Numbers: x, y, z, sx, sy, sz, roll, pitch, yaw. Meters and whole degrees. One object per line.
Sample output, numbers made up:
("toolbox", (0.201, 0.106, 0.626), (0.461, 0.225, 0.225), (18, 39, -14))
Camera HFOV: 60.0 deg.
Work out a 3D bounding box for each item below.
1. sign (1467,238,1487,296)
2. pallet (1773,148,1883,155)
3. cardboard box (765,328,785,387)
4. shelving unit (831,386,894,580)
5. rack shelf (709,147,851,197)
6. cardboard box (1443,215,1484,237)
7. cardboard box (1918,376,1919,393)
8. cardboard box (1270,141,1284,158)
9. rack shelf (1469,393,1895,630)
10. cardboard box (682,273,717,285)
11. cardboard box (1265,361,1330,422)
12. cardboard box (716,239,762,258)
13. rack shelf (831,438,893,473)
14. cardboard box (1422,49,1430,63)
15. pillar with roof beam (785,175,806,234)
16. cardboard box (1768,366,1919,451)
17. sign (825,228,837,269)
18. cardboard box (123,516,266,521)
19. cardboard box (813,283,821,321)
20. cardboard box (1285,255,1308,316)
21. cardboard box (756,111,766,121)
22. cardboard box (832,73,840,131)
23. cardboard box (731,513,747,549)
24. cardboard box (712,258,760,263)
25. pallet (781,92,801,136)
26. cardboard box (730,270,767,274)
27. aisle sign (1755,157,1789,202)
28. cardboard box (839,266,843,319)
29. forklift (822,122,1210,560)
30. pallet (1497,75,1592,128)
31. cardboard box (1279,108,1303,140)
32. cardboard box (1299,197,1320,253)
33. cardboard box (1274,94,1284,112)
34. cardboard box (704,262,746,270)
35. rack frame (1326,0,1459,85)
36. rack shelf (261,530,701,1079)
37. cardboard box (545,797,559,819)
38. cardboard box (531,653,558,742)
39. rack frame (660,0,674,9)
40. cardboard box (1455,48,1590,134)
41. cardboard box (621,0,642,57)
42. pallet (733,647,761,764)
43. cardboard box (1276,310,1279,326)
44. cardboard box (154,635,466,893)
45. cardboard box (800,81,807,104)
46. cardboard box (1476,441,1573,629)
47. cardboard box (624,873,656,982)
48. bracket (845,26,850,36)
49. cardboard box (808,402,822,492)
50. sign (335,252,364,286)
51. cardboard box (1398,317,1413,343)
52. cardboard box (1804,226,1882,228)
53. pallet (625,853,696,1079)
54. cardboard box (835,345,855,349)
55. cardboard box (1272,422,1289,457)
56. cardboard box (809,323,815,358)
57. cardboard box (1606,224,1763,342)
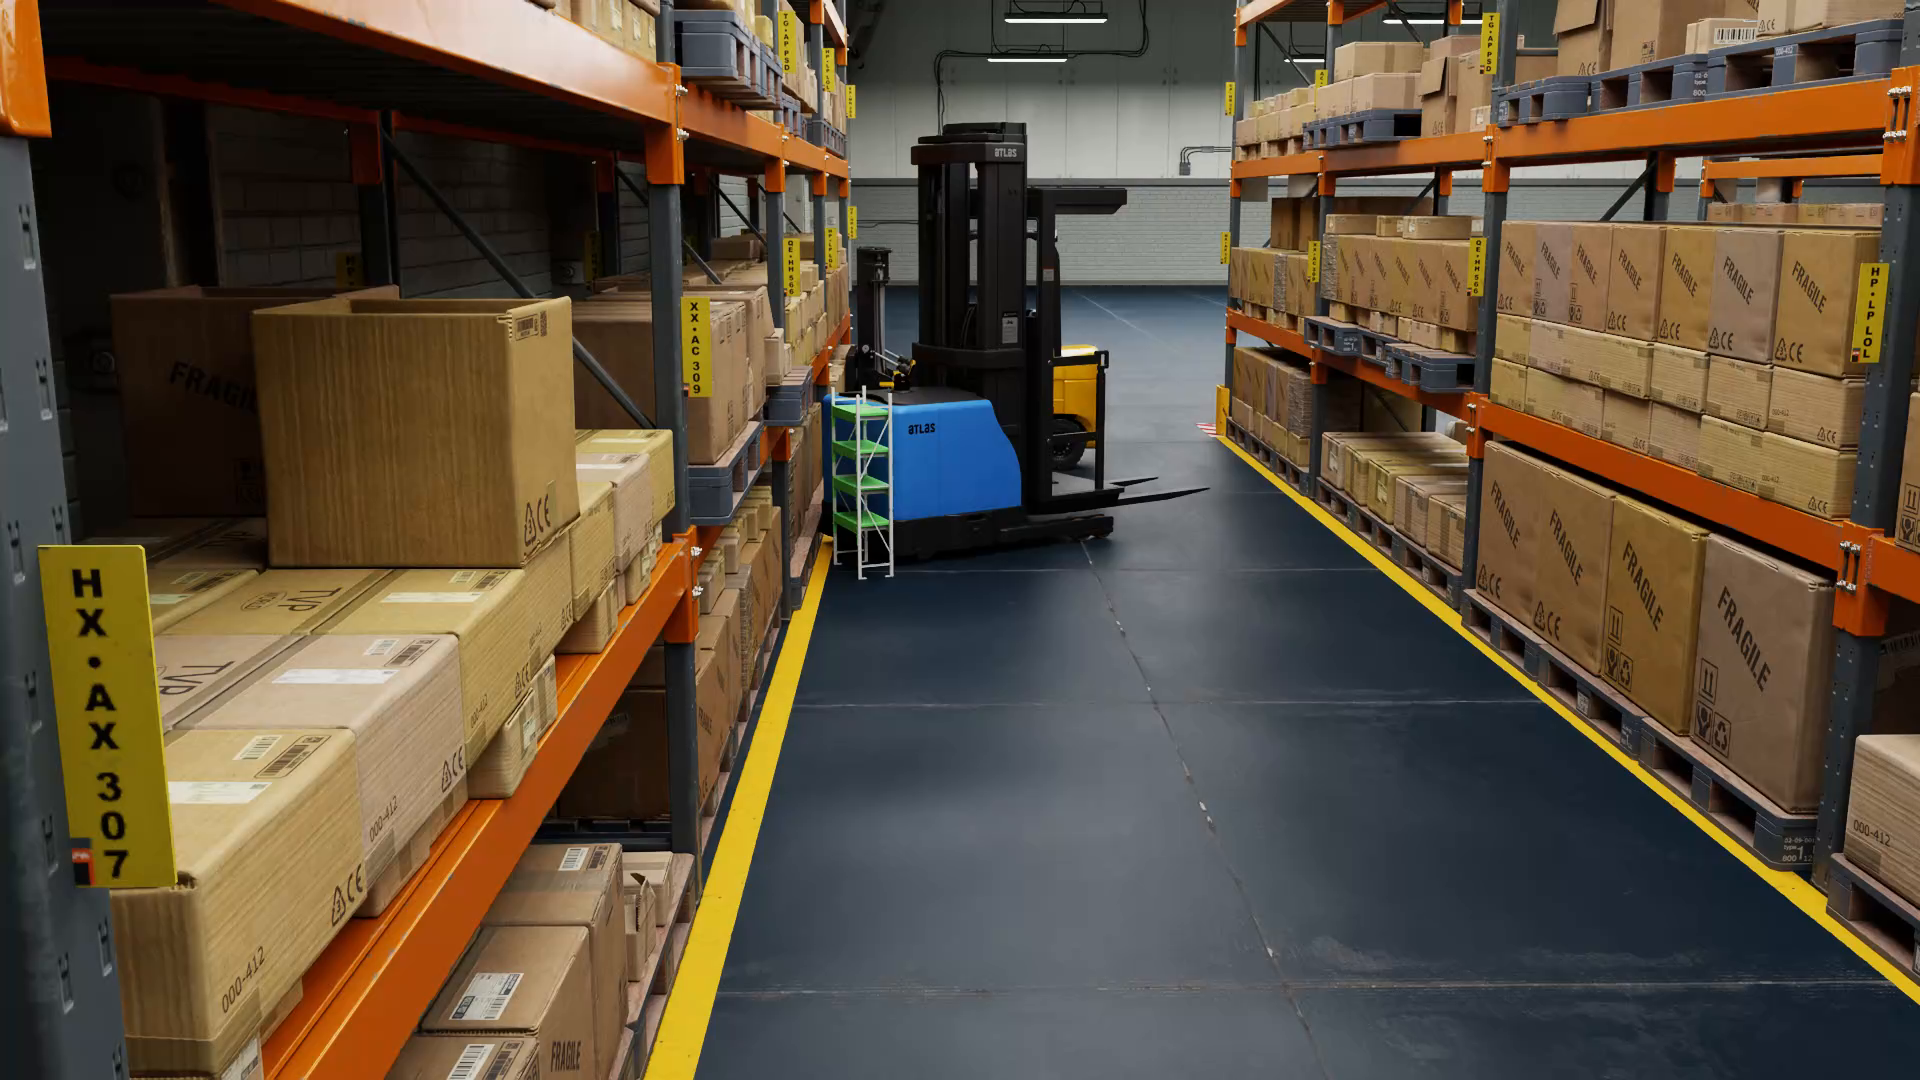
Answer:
("sign", (2.928, -1.545, 9.415), (0.100, 0.325, 0.005), (0, 11, -1))
("pallet", (8.306, -3.687, 15.366), (1.003, 0.211, 1.213), (0, 11, -1))
("cardboard box", (-1.146, -0.923, 8.385), (0.500, 0.250, 0.500), (-1, 11, -4))
("shelving unit", (-0.645, -0.386, 10.943), (0.258, 1.200, 0.503), (-5, 12, -23))
("rack shelf", (-1.616, -3.309, 15.091), (1.077, 0.370, 4.000), (0, 11, -1))
("cardboard box", (3.680, -2.252, 11.926), (0.380, 0.149, 0.250), (-1, 11, -4))
("cardboard box", (3.321, -0.668, 5.043), (0.500, 0.500, 0.500), (0, 11, -1))
("cardboard box", (3.064, -3.581, 15.253), (0.380, 0.149, 0.250), (-1, 11, -3))
("rack shelf", (3.512, -0.270, 7.655), (1.077, 0.370, 4.000), (0, 11, -1))
("cardboard box", (-1.765, -1.634, 10.685), (0.380, 0.149, 0.250), (0, 11, -1))
("cardboard box", (3.084, -1.360, 15.192), (0.500, 0.500, 0.500), (0, 11, 2))
("cardboard box", (-1.847, -2.419, 13.808), (0.380, 0.149, 0.250), (-1, 11, -3))
("rack shelf", (-0.645, -0.558, 10.908), (0.258, 0.148, 0.480), (-5, 12, -23))
("cardboard box", (3.527, -3.548, 12.522), (0.500, 0.250, 0.500), (0, 11, 0))
("pillar with roof beam", (1.512, -7.790, 27.826), (9.100, 9.000, 0.400), (0, 11, -1))
("cardboard box", (3.301, -0.483, 6.016), (0.500, 0.250, 0.500), (0, 11, -1))
("sign", (-1.032, -2.327, 13.271), (0.100, 0.325, 0.005), (0, 11, -1))
("cardboard box", (-1.643, 0.026, 4.017), (0.500, 0.250, 0.500), (0, 11, 0))
("cardboard box", (-1.291, -1.767, 12.343), (0.500, 0.250, 0.500), (-1, 11, -3))
("cardboard box", (3.113, -2.200, 14.357), (0.500, 0.500, 0.500), (0, 11, 1))
("cardboard box", (-1.227, -2.195, 8.165), (0.500, 0.250, 0.500), (0, 11, -1))
("cardboard box", (-1.483, -4.072, 15.483), (0.700, 0.500, 0.500), (0, 11, -1))
("cardboard box", (-1.270, -0.041, 8.317), (0.380, 0.149, 0.250), (0, 11, 1))
("cardboard box", (-1.838, -2.224, 13.594), (0.380, 0.149, 0.250), (0, 11, -1))
("pallet", (-1.595, -2.511, 9.822), (1.213, 0.211, 1.003), (0, 11, 1))
("cardboard box", (-1.343, -1.738, 11.200), (0.380, 0.149, 0.250), (0, 11, -1))
("aisle sign", (8.551, -3.940, 17.398), (0.394, 0.787, 0.004), (0, 11, -1))
("cardboard box", (-1.372, -2.336, 15.780), (0.500, 0.500, 0.500), (0, 11, -2))
("forklift", (0.513, -1.507, 12.114), (3.031, 2.935, 1.130), (-8, 14, -34))
("pallet", (3.537, -2.270, 8.634), (1.213, 0.211, 1.003), (0, 11, 1))
("cardboard box", (3.102, -3.646, 14.571), (0.500, 0.250, 0.500), (0, 11, -2))
("cardboard box", (3.522, -2.893, 15.261), (0.700, 0.500, 0.500), (0, 11, -2))
("cardboard box", (3.036, -3.923, 14.933), (0.380, 0.149, 0.250), (0, 11, 0))
("cardboard box", (-1.829, -2.037, 12.671), (0.380, 0.149, 0.250), (-1, 11, -3))
("rack frame", (3.388, -4.755, 12.866), (1.000, 3.000, 0.127), (0, 11, -1))
("rack shelf", (-1.368, 0.546, 3.631), (1.077, 0.370, 4.000), (0, 11, -1))
("cardboard box", (-1.715, 0.719, 6.201), (0.500, 0.500, 0.500), (0, 11, -1))
("cardboard box", (-1.062, 0.339, 3.474), (0.380, 0.149, 0.250), (0, 11, 0))
("rack frame", (-1.409, -3.144, 4.923), (1.000, 3.000, 0.127), (0, 11, -1))
("cardboard box", (3.461, -2.728, 10.164), (0.700, 0.500, 0.500), (0, 11, -1))
("cardboard box", (-1.104, -1.432, 4.660), (0.380, 0.149, 0.250), (0, 11, -1))
("pallet", (-1.492, 0.758, 7.791), (1.003, 0.211, 1.213), (0, 11, -1))
("cardboard box", (3.077, -2.008, 15.043), (0.380, 0.149, 0.250), (0, 11, -2))
("cardboard box", (-1.077, 0.328, 2.530), (0.500, 0.250, 0.500), (0, 11, -1))
("cardboard box", (-1.232, -3.025, 11.206), (0.380, 0.149, 0.250), (0, 11, -2))
("cardboard box", (3.402, -0.047, 9.034), (0.875, 0.875, 0.875), (0, 11, -2))
("cardboard box", (-1.097, 1.111, 4.860), (0.396, 0.266, 0.258), (0, 11, 1))
("bracket", (-2.676, -11.841, 38.739), (0.235, 0.232, 0.430), (0, 11, -1))
("cardboard box", (-1.552, -0.732, 13.041), (0.875, 0.625, 0.625), (0, 11, 1))
("sign", (-1.964, -0.768, 5.390), (0.100, 0.325, 0.005), (0, 11, -1))
("cardboard box", (3.084, -1.375, 10.866), (0.380, 0.149, 0.250), (0, 11, 0))
("cardboard box", (3.786, -1.053, 6.941), (0.500, 0.500, 0.500), (-1, 11, -3))
("pallet", (-1.396, 1.299, 5.124), (1.003, 0.211, 1.213), (0, 11, -1))
("cardboard box", (-1.336, -1.847, 16.965), (0.500, 0.250, 0.500), (0, 11, 1))
("cardboard box", (3.086, -0.896, 14.789), (0.500, 0.250, 0.500), (-1, 11, -3))
("cardboard box", (-1.307, -1.423, 11.905), (0.500, 0.250, 0.500), (0, 11, -1))
("cardboard box", (3.259, -1.158, 7.458), (0.500, 0.500, 0.500), (0, 11, 0))
